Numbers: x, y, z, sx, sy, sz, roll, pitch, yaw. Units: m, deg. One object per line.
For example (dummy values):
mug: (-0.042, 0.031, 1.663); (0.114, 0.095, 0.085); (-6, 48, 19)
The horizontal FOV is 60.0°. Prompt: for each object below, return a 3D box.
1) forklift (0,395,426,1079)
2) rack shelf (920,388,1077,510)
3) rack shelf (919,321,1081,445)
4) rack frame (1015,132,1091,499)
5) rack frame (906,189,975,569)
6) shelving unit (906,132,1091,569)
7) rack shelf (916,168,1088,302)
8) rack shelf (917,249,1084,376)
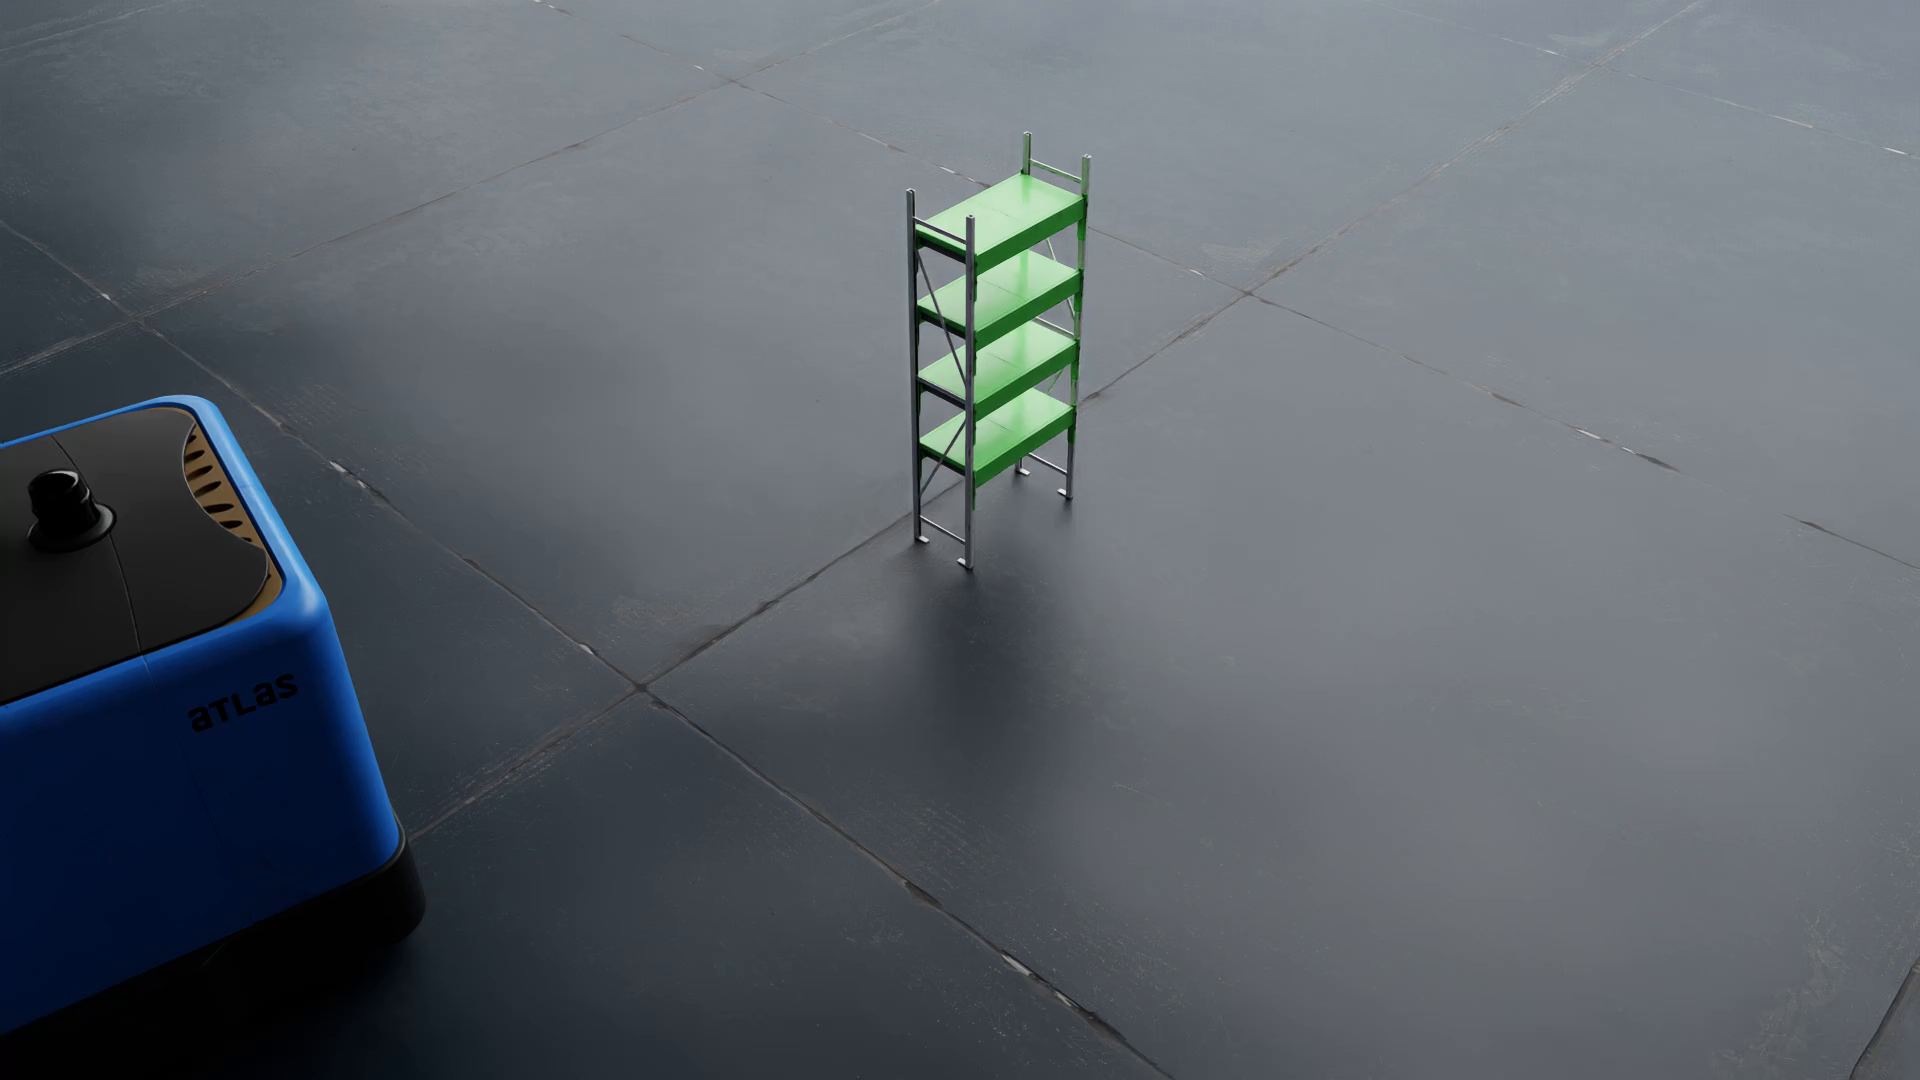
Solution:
forklift: (-2.798, 0.079, 2.796); (3.031, 2.935, 1.130); (-23, 44, -26)
rack shelf: (0.112, -0.308, 5.161); (0.258, 0.148, 0.480); (30, 47, 32)
rack shelf: (0.112, -0.496, 5.012); (0.258, 0.148, 0.480); (30, 47, 32)
rack frame: (0.276, -0.658, 5.113); (0.240, 1.200, 0.015); (30, 47, 32)
rack frame: (-0.053, -0.434, 4.831); (0.240, 1.200, 0.015); (30, 47, 32)
shelving unit: (0.112, -0.546, 4.972); (0.258, 1.200, 0.503); (30, 47, 32)
rack shelf: (0.112, -0.871, 4.713); (0.258, 0.148, 0.480); (30, 47, 32)
rack shelf: (0.112, -0.683, 4.863); (0.258, 0.148, 0.480); (30, 47, 32)
